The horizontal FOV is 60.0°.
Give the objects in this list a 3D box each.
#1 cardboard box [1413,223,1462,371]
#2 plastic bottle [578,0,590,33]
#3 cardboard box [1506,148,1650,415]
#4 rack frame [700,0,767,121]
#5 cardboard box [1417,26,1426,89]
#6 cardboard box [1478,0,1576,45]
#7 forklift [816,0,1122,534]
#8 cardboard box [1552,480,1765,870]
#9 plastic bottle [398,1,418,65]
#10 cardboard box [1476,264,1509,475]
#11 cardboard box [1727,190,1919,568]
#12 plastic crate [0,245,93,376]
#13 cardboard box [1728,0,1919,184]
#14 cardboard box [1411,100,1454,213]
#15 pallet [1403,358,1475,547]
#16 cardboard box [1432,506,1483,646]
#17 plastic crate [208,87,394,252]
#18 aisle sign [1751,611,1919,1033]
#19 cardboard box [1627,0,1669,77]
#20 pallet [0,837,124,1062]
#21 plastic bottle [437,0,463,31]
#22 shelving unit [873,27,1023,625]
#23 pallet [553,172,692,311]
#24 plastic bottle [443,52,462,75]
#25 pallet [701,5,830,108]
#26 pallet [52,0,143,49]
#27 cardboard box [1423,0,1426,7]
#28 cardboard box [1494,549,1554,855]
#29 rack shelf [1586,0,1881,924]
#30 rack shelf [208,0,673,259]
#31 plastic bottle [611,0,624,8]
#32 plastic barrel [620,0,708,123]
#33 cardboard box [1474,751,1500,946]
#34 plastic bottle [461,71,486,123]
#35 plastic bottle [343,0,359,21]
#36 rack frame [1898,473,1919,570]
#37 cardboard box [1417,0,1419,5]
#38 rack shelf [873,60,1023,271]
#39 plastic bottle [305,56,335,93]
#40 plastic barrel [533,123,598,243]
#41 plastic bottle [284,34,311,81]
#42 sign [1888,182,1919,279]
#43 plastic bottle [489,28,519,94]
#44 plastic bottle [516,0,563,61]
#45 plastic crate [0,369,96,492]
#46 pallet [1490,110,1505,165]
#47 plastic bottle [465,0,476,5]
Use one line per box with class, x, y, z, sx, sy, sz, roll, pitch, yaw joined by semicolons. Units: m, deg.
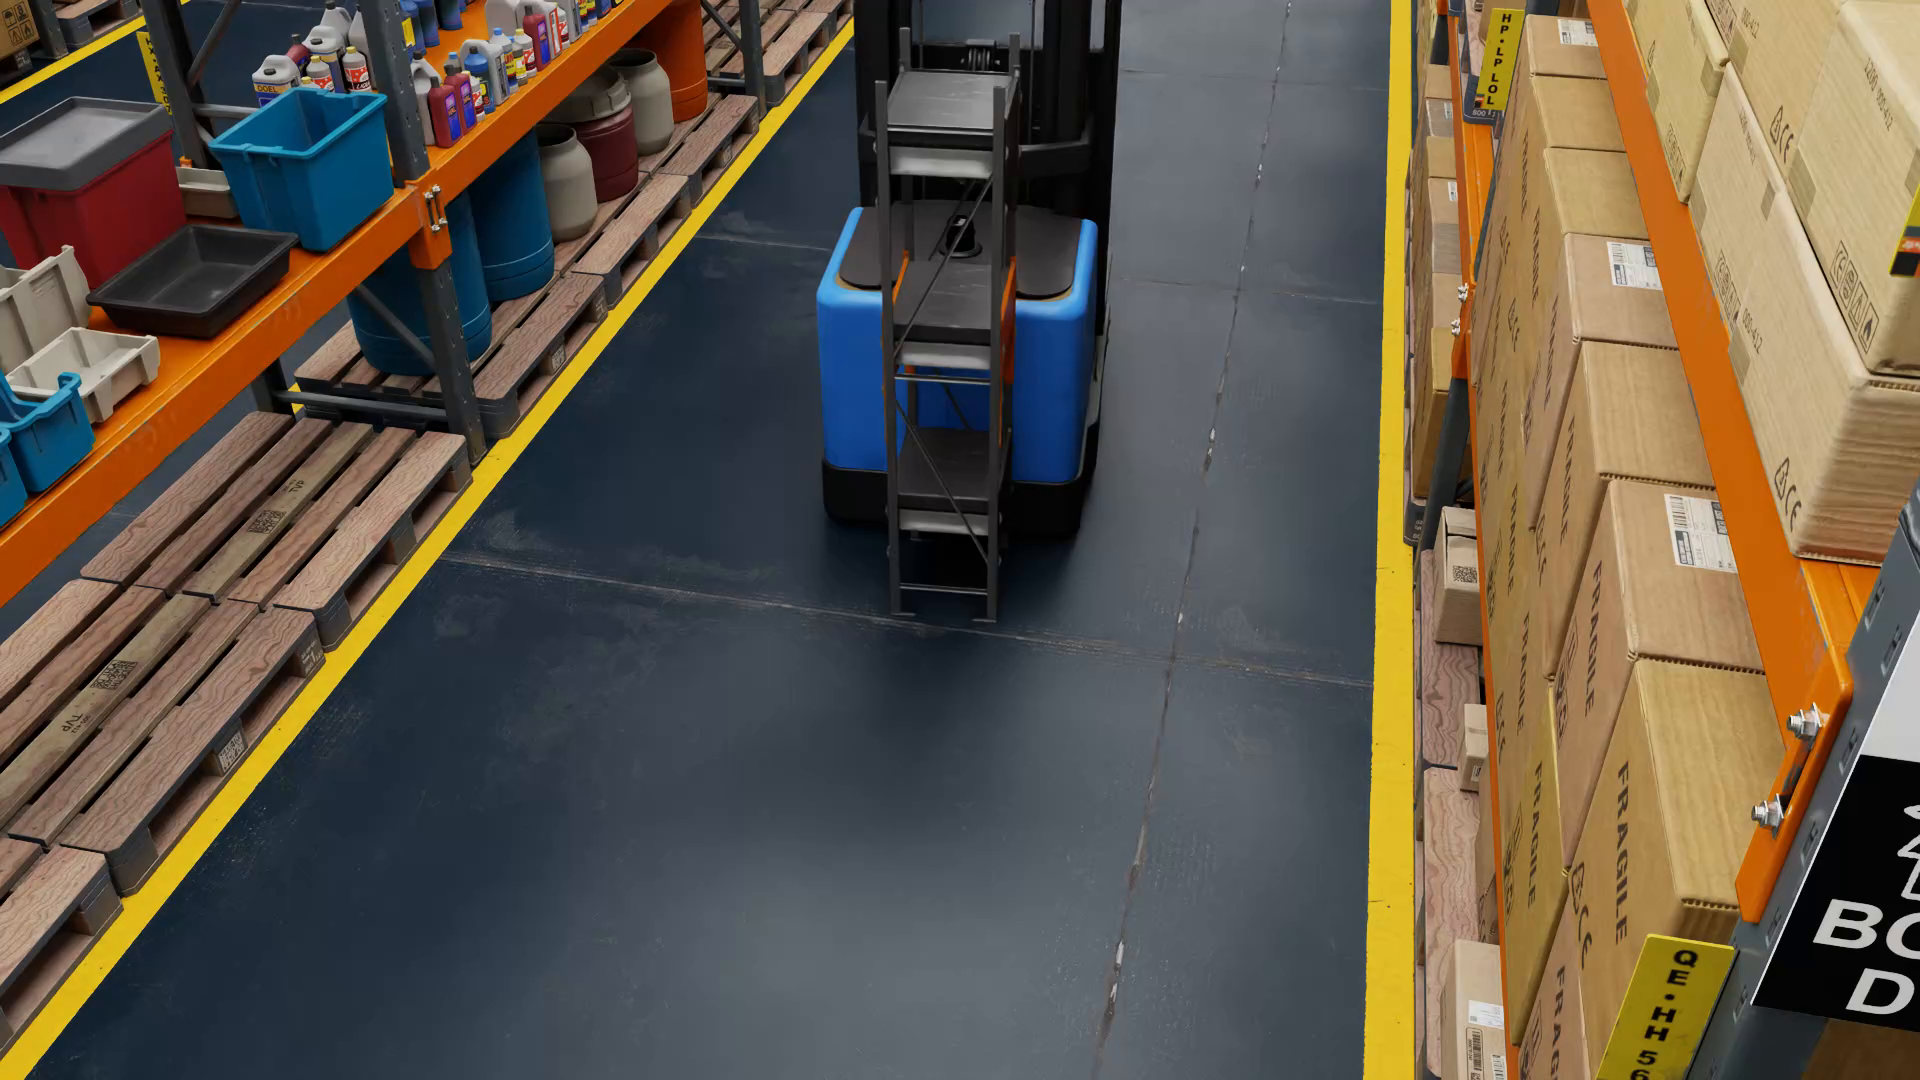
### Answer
cardboard box;2.317;-1.056;7.406;0.500;0.500;0.500;8;37;11
plastic bottle;-1.798;-2.517;7.776;0.097;0.271;0.097;0;36;0
cardboard box;1.675;-0.622;4.114;0.500;0.500;0.500;6;36;9
rack frame;-1.713;-3.918;9.600;1.000;3.000;0.127;7;37;10
cardboard box;3.106;-2.980;10.290;0.500;0.250;0.500;7;37;9
cardboard box;2.588;-2.233;6.832;0.700;0.500;0.500;-1;36;-2
forklift;0.141;-2.064;7.100;1.130;2.935;3.031;4;36;6
cardboard box;1.350;0.267;2.888;0.500;0.500;0.500;8;37;11
plastic bottle;-2.511;-2.261;7.355;0.144;0.351;0.185;7;37;10
cardboard box;1.789;-0.490;4.785;0.500;0.500;0.500;8;37;11
cardboard box;1.268;-0.190;2.028;0.500;0.250;0.500;7;37;10
plastic crate;-3.074;-0.749;5.277;0.437;0.282;0.530;7;37;10
cardboard box;1.383;-0.678;2.275;0.500;0.250;0.500;7;37;10
cardboard box;2.642;-1.935;8.619;0.500;0.500;0.500;6;36;8
pallet;2.407;-0.344;7.044;1.003;0.211;1.213;7;37;10
cardboard box;1.969;0.122;5.941;0.500;0.311;0.500;7;37;10
plastic crate;-2.334;-1.332;5.994;0.392;0.384;0.575;7;37;10
aisle sign;1.102;0.240;1.648;0.394;0.787;0.004;7;37;10
cardboard box;1.602;-1.048;3.212;0.500;0.250;0.500;7;37;10
pallet;-3.208;1.330;4.735;1.003;0.211;1.213;7;37;10
plastic bottle;-2.410;-2.543;7.812;0.097;0.271;0.097;0;36;0
shelving unit;-0.031;-0.690;5.913;0.431;2.100;0.503;4;36;6
pallet;-2.104;-1.634;8.825;1.003;0.211;1.213;7;37;10
plastic bottle;-2.144;-1.977;7.090;0.097;0.201;0.097;0;36;0
pallet;-1.510;-3.228;11.024;1.003;0.211;1.213;7;37;10
pallet;-6.384;-3.857;11.892;1.003;0.211;1.213;7;37;10
cardboard box;3.211;-3.498;10.527;0.500;0.311;0.500;7;37;10
cardboard box;1.465;0.377;3.589;0.500;0.500;0.500;8;37;10
rack shelf;1.843;-0.778;3.325;1.077;0.370;4.000;7;37;10
rack shelf;-2.141;-2.480;8.229;1.077;0.370;4.000;7;37;10
plastic bottle;-1.695;-2.748;8.084;0.061;0.283;0.133;7;37;10
plastic barrel;-1.801;-2.927;9.723;0.600;0.830;0.708;7;37;10
cardboard box;1.874;0.909;4.692;0.797;0.503;0.637;7;37;10
plastic bottle;-2.037;-1.846;6.910;0.097;0.201;0.097;0;36;0
plastic bottle;-2.652;-2.279;7.380;0.144;0.351;0.185;7;37;10
rack frame;1.416;-1.137;0.651;1.000;3.000;0.127;7;37;10
cardboard box;3.433;-3.854;11.497;0.500;0.250;0.500;6;36;9
rack shelf;-0.031;-1.246;5.511;0.431;0.518;0.480;4;36;6
plastic bottle;-2.713;-1.949;7.053;0.097;0.201;0.097;0;36;0
plastic barrel;-2.076;-1.816;8.461;0.421;0.512;0.421;0;36;0
plastic bottle;-2.795;-1.982;7.028;0.061;0.283;0.133;7;37;10
sign;0.878;-0.362;1.384;0.100;0.325;0.005;7;37;10
plastic bottle;-1.967;-2.063;7.150;0.097;0.271;0.097;0;36;0
plastic bottle;-1.899;-2.323;7.505;0.152;0.276;0.135;7;37;10
plastic crate;-2.702;-0.315;4.720;0.416;0.233;0.300;7;37;10
pallet;2.548;-1.368;6.245;1.003;0.211;1.213;7;37;10
plastic bottle;-2.456;-2.804;8.105;0.144;0.351;0.185;7;37;10
